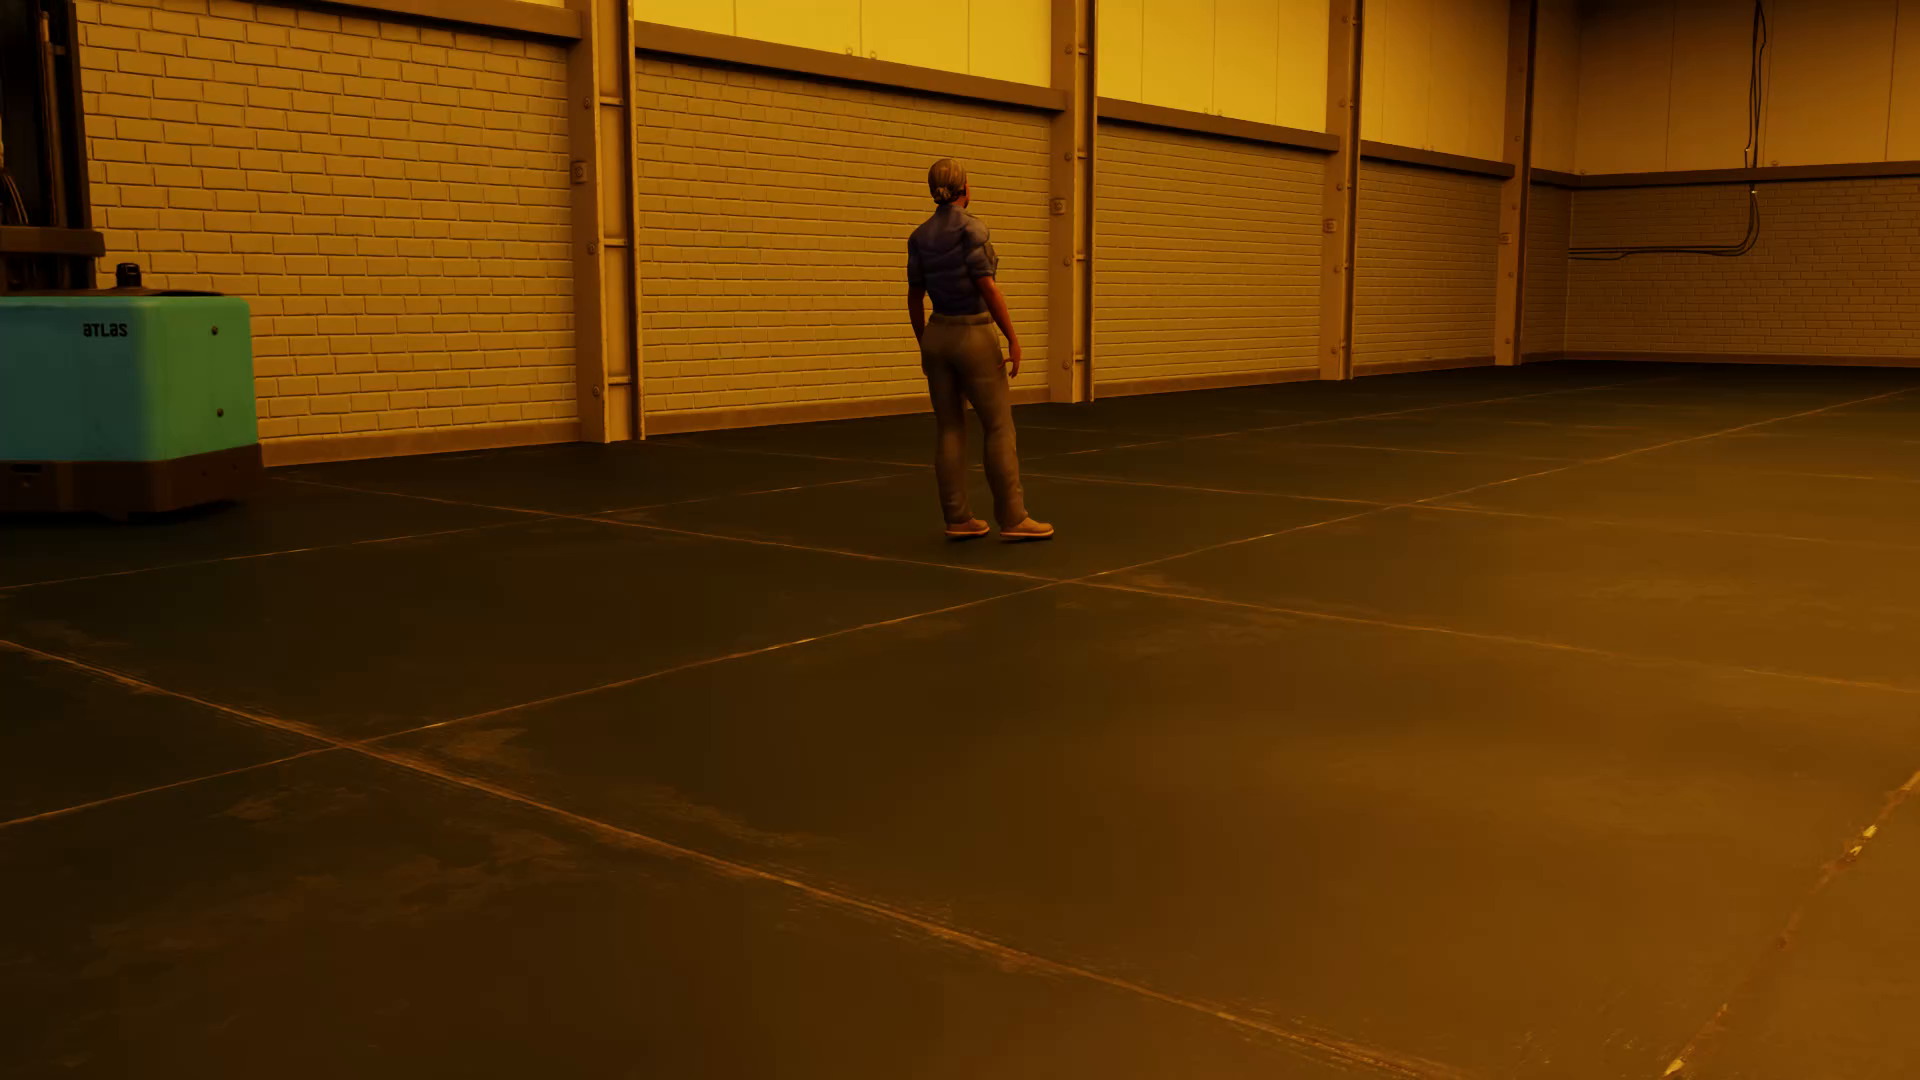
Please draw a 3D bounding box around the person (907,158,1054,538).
[{"bbox_3d":[0.071,-0.834,7.339,0.569,1.654,0.504,7,11,38],"label":"person"}]

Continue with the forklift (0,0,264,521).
[{"bbox_3d":[-5.196,-1.598,8.200,3.031,2.935,1.130,1,8,4],"label":"forklift"}]
